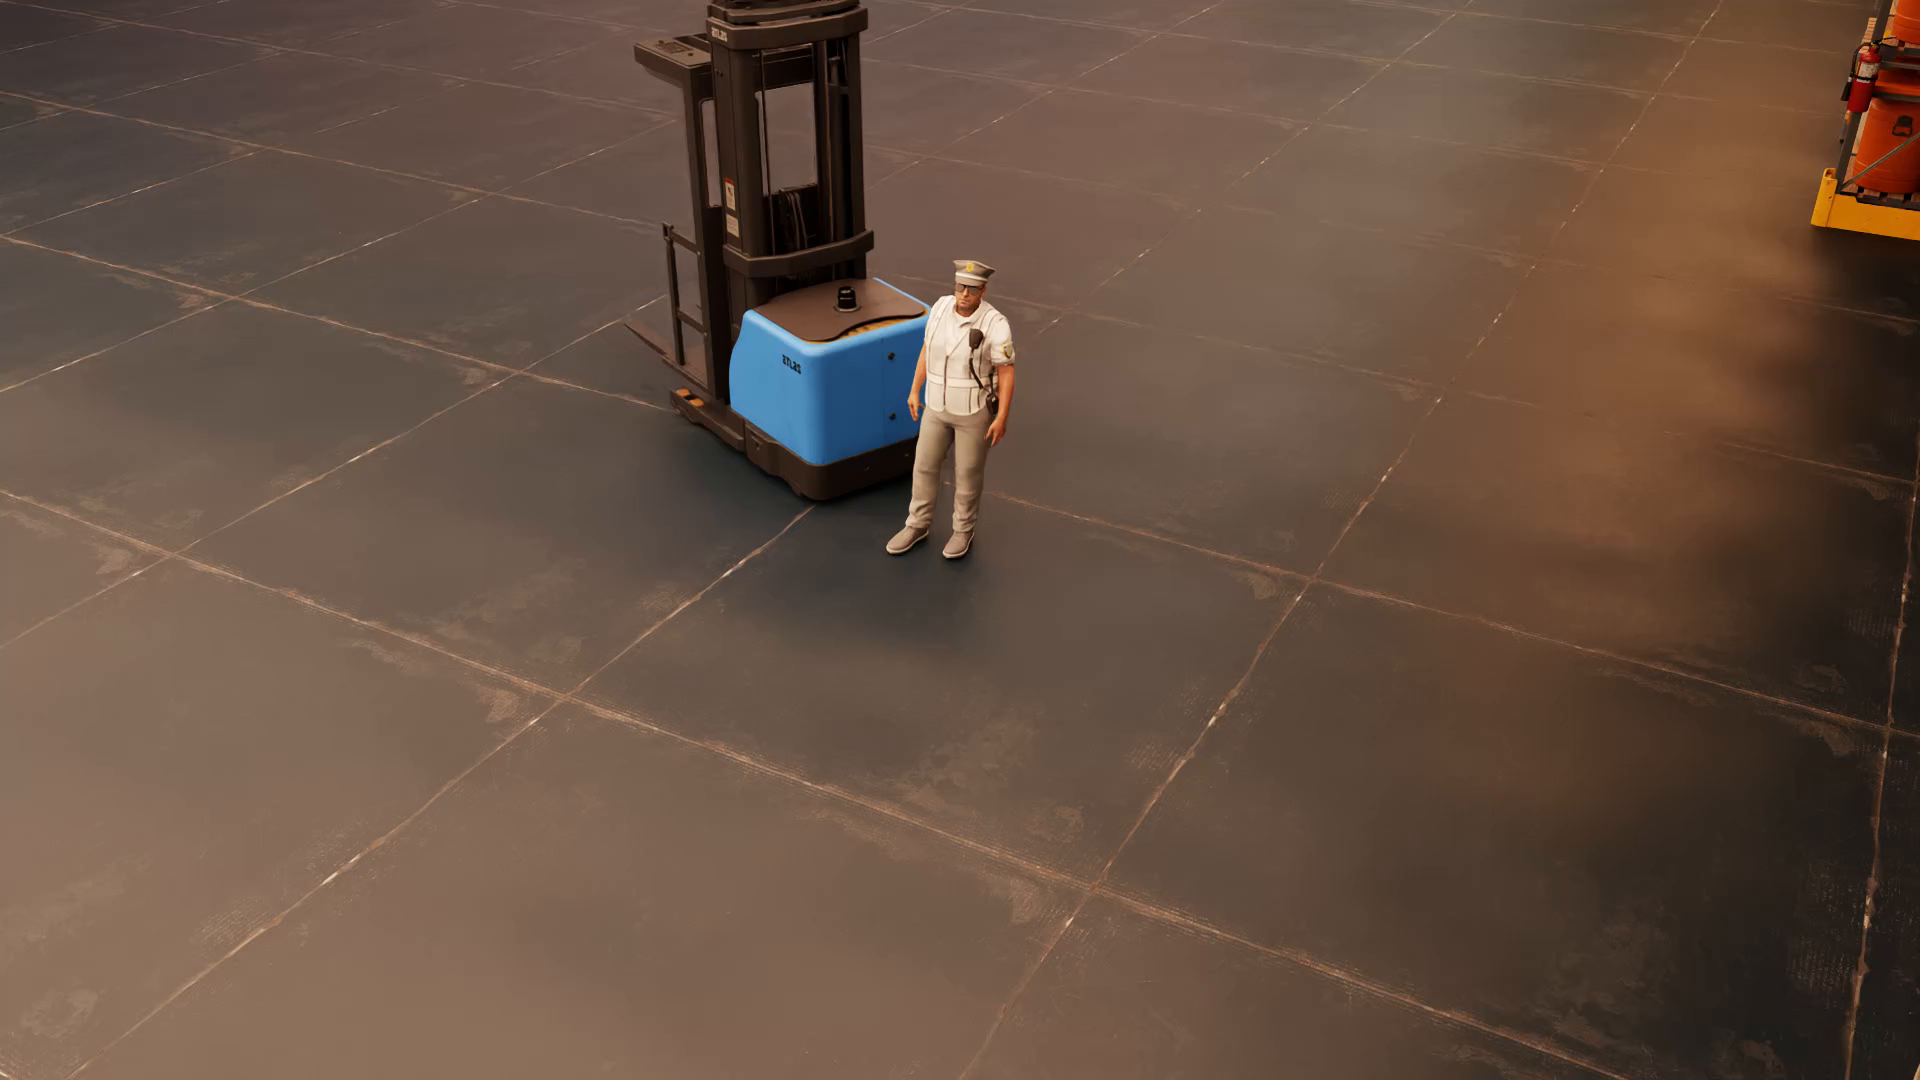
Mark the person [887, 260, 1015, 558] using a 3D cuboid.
[{"bbox_3d":[-0.042,-0.740,9.493,0.656,1.777,0.561,15,33,24],"label":"person"}]

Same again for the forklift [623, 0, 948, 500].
[{"bbox_3d":[-1.353,-2.199,10.880,1.130,2.935,3.031,-20,36,-31],"label":"forklift"}]
